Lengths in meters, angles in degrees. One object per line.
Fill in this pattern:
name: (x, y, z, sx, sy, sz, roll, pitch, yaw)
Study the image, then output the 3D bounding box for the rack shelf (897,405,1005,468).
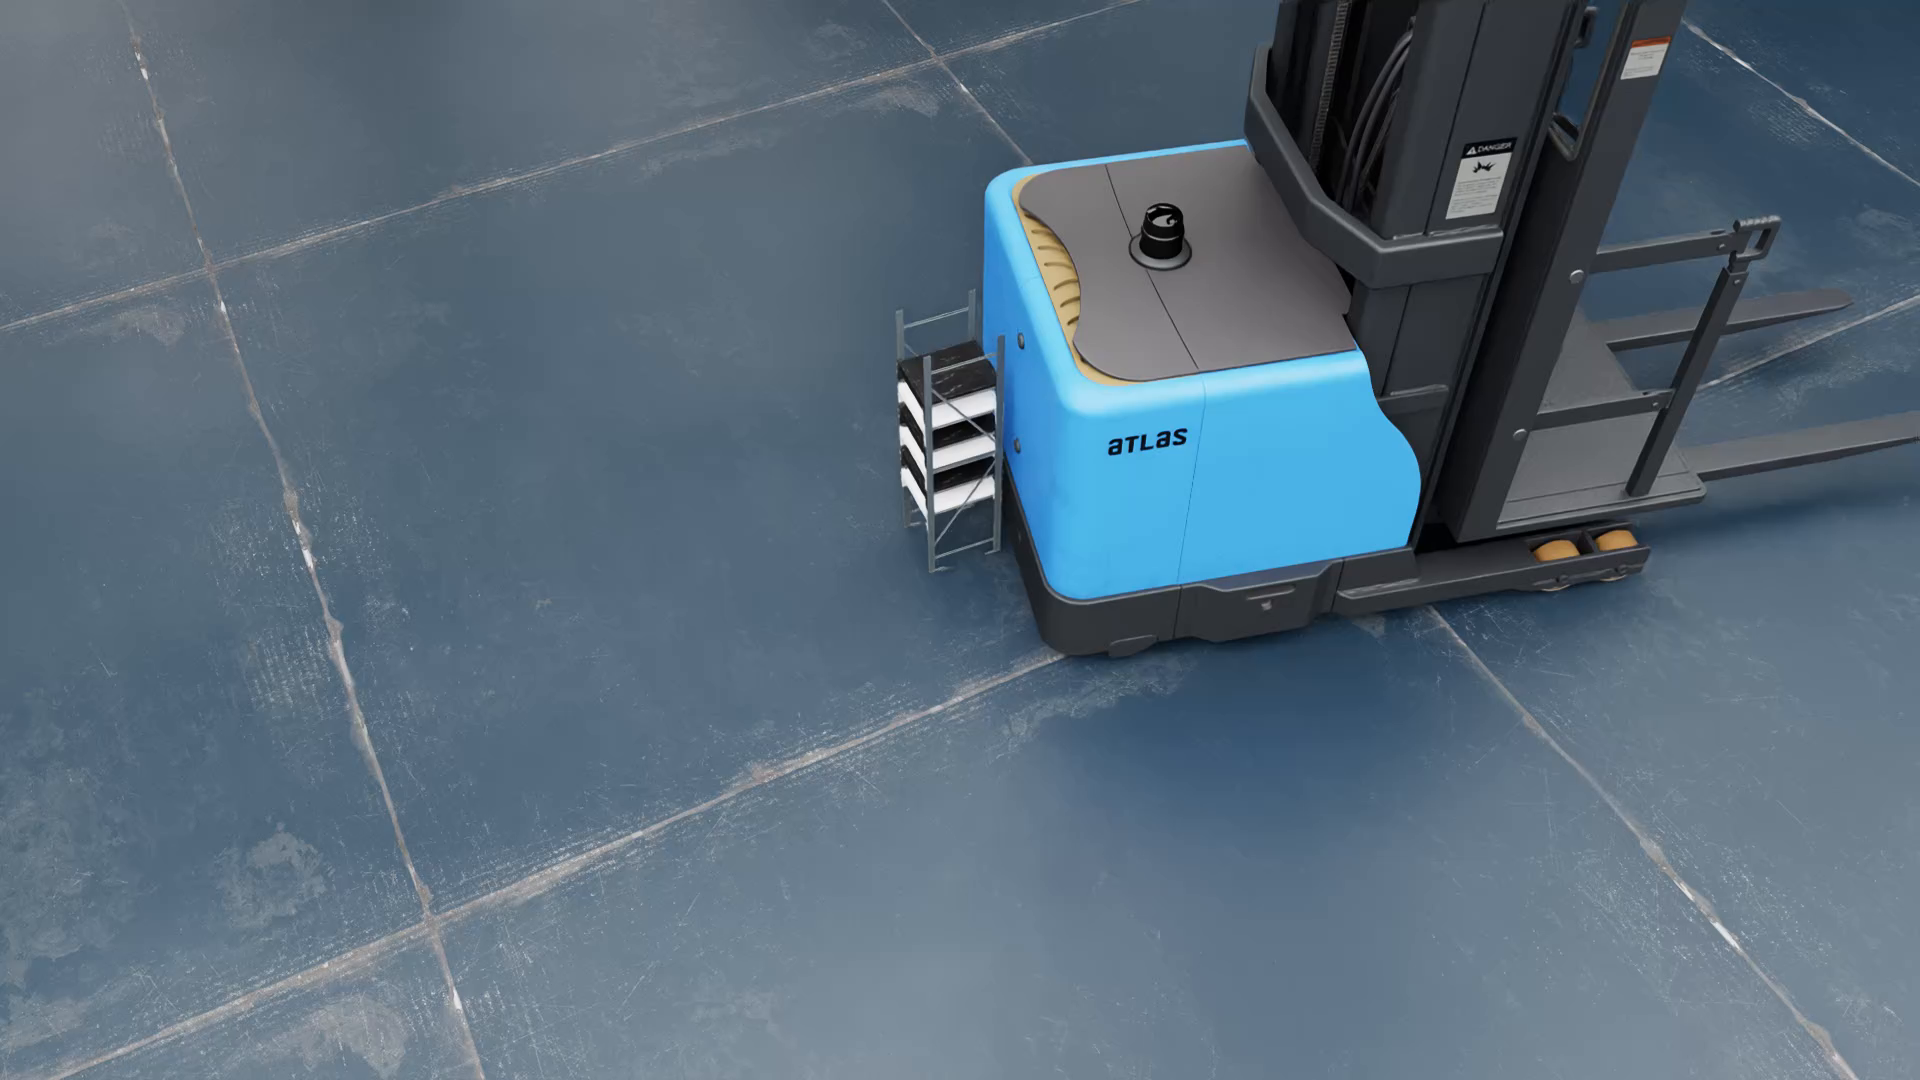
rack shelf: (-0.027, -0.338, 4.871, 0.258, 0.077, 0.200, -18, 51, -15)

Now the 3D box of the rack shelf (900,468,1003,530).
rack shelf: (-0.026, -0.160, 5.075, 0.258, 0.077, 0.200, -18, 51, -15)

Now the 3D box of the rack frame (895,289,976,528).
rack frame: (-0.067, -0.371, 4.976, 0.240, 0.900, 0.006, -18, 51, -15)

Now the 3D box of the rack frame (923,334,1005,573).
rack frame: (0.013, -0.230, 4.853, 0.240, 0.900, 0.006, -18, 51, -15)

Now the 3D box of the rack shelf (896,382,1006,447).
rack shelf: (-0.027, -0.397, 4.804, 0.258, 0.077, 0.200, -18, 51, -15)

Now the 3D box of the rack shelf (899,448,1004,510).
rack shelf: (-0.026, -0.219, 5.007, 0.258, 0.077, 0.200, -18, 51, -15)

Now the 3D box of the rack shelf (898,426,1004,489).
rack shelf: (-0.027, -0.278, 4.939, 0.258, 0.077, 0.200, -18, 51, -15)

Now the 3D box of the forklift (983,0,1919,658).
forklift: (1.629, -1.190, 4.344, 3.031, 2.935, 1.130, -9, 49, -8)

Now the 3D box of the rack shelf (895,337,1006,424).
rack shelf: (-0.027, -0.456, 4.736, 0.258, 0.077, 0.200, -18, 51, -15)

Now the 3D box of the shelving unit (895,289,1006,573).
shelving unit: (-0.027, -0.300, 4.914, 0.258, 0.900, 0.210, -18, 51, -15)
